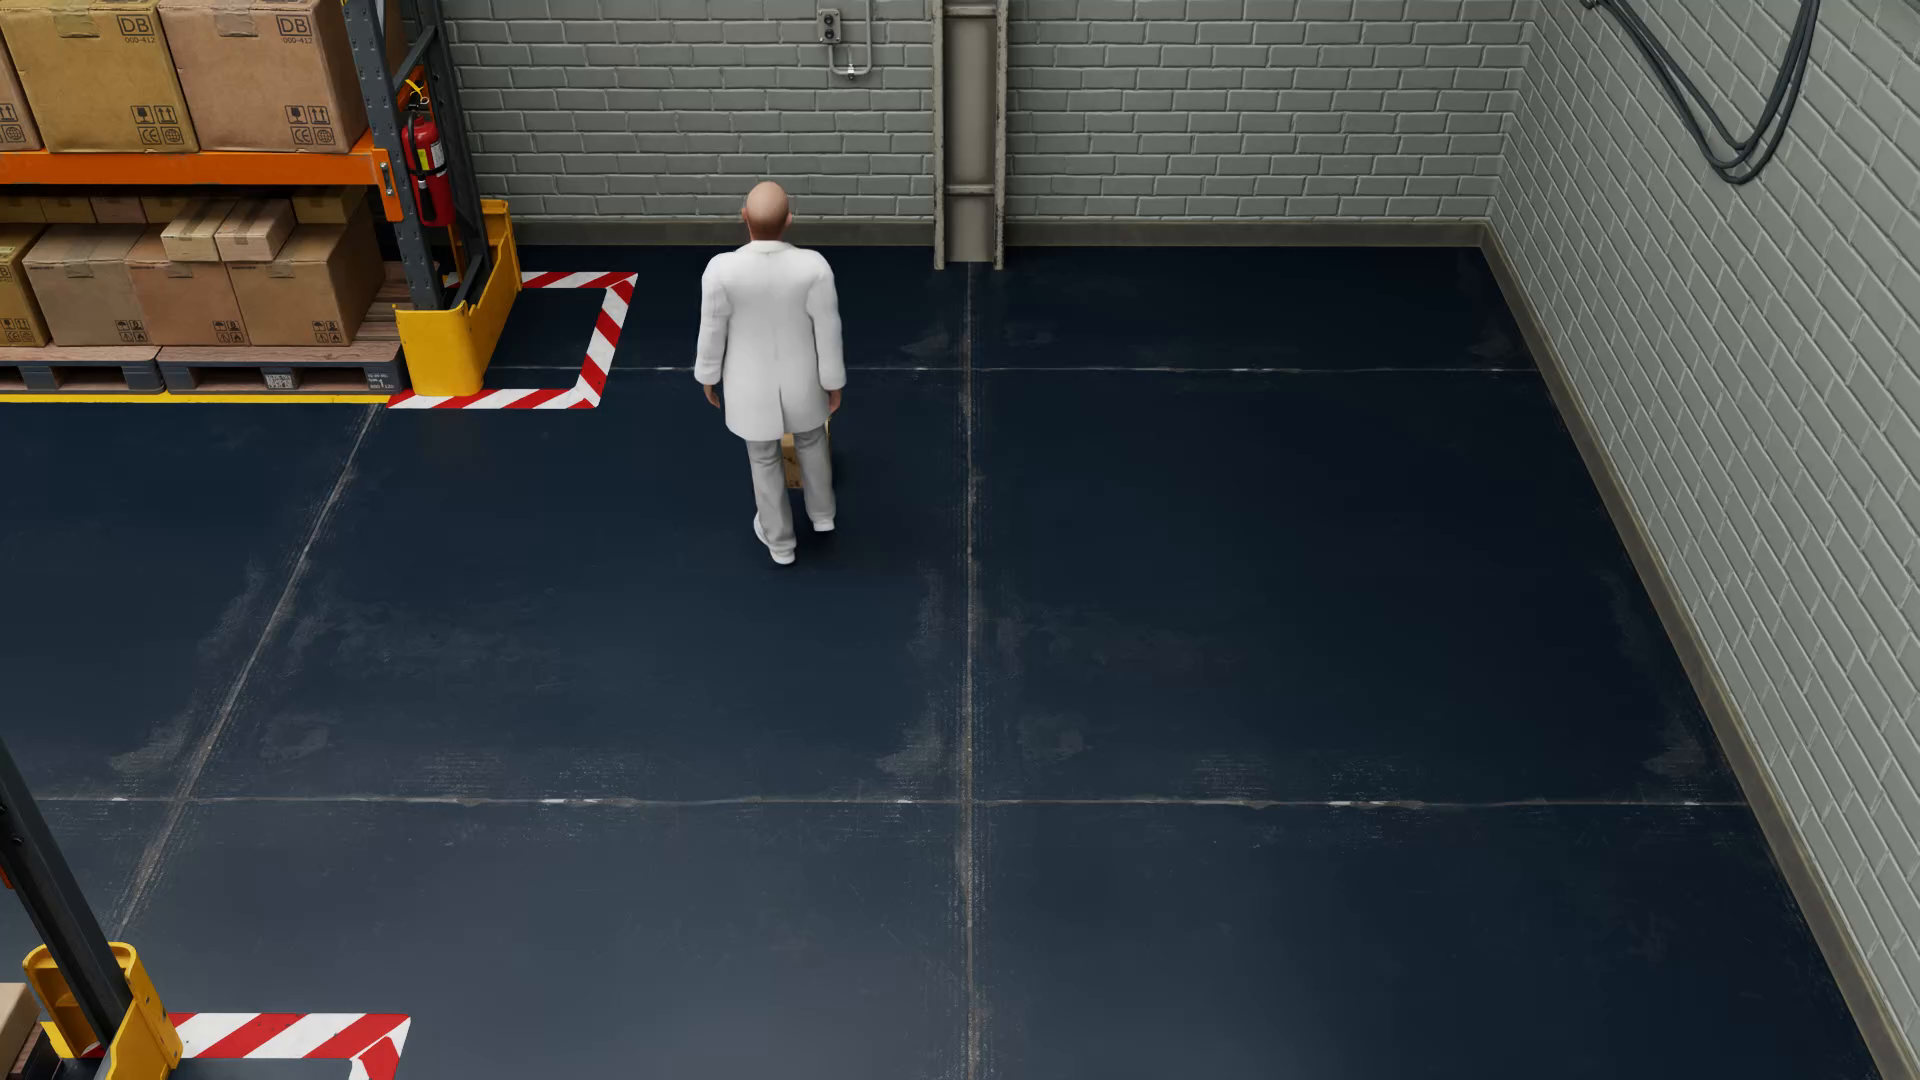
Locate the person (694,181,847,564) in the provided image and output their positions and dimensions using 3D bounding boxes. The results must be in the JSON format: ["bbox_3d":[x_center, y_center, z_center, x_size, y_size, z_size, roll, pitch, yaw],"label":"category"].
[{"bbox_3d":[-0.815,-0.708,7.063,0.623,1.832,0.510,-8,40,-10],"label":"person"}]
